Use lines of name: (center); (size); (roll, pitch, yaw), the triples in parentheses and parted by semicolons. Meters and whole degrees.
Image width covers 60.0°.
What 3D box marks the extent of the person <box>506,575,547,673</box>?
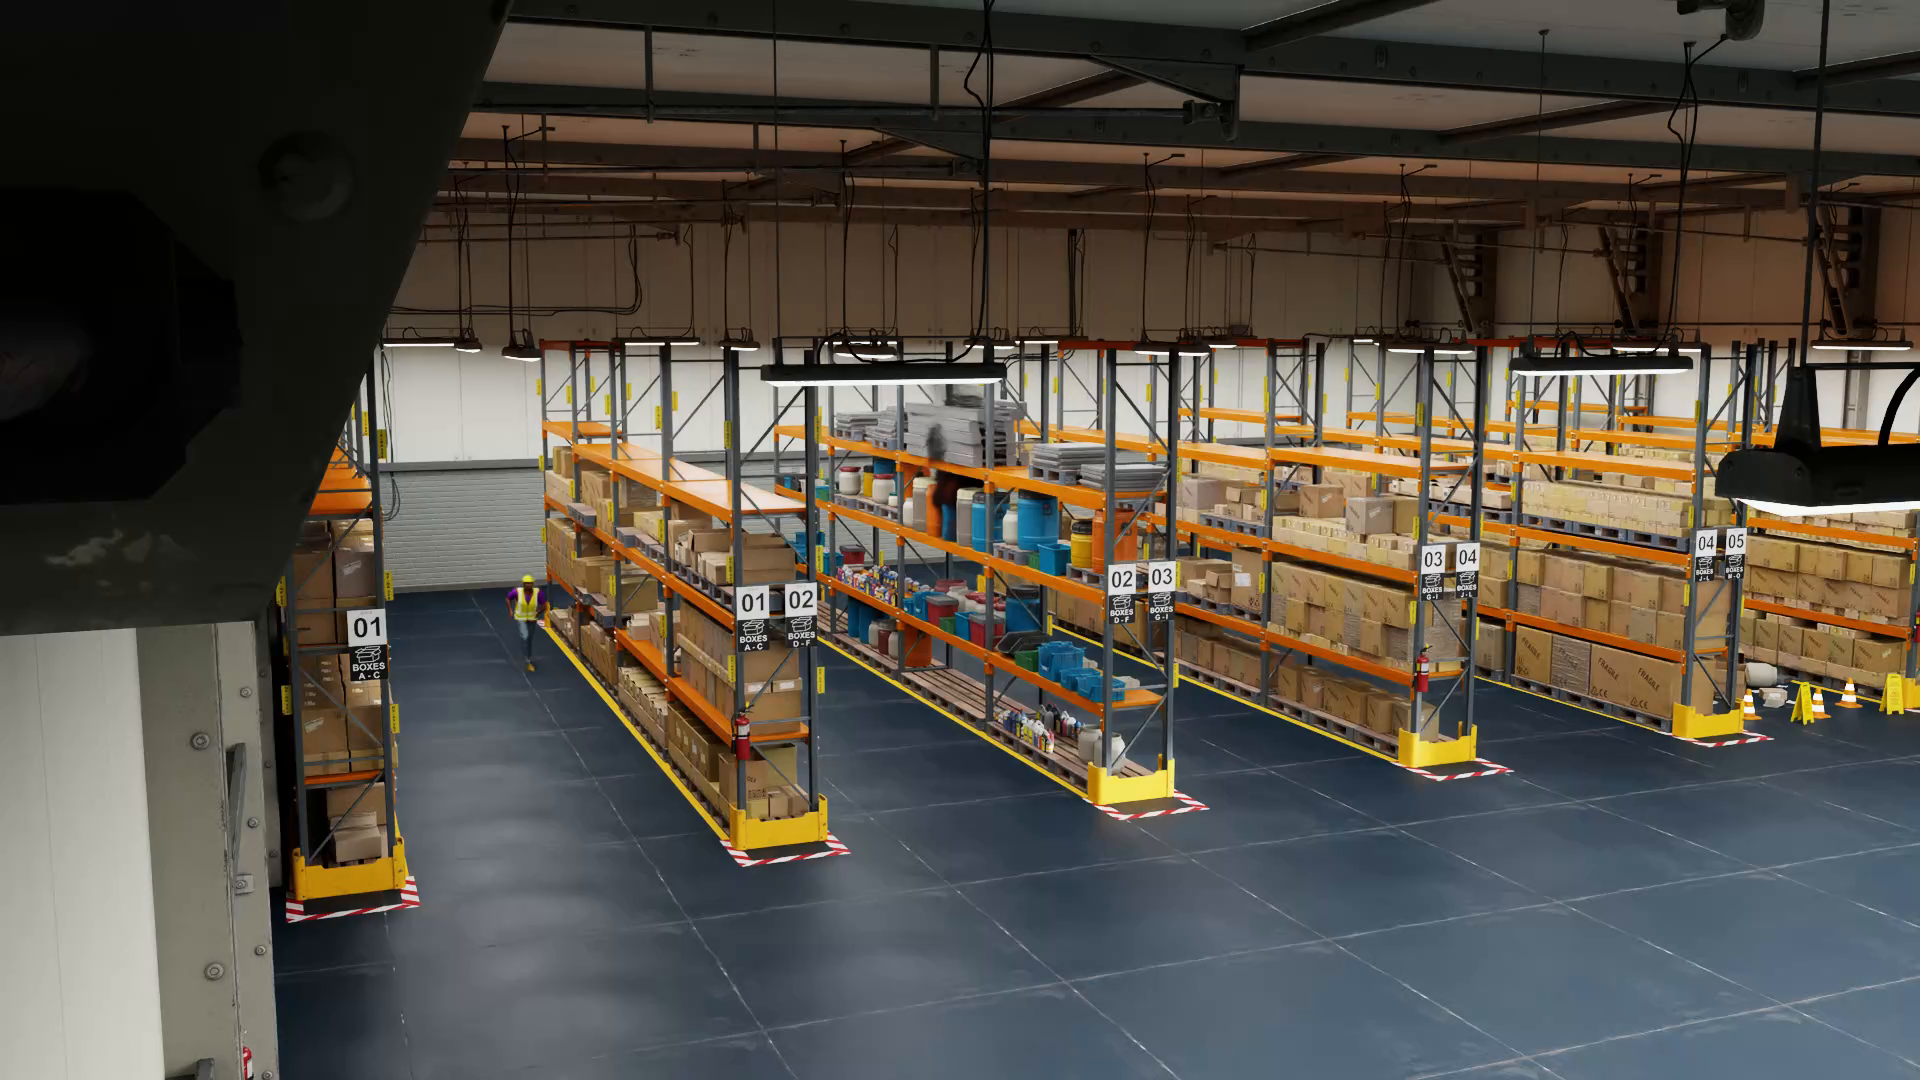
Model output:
person: (-7.975, 1.486, 30.638); (0.702, 1.771, 0.962); (-3, 8, -24)
